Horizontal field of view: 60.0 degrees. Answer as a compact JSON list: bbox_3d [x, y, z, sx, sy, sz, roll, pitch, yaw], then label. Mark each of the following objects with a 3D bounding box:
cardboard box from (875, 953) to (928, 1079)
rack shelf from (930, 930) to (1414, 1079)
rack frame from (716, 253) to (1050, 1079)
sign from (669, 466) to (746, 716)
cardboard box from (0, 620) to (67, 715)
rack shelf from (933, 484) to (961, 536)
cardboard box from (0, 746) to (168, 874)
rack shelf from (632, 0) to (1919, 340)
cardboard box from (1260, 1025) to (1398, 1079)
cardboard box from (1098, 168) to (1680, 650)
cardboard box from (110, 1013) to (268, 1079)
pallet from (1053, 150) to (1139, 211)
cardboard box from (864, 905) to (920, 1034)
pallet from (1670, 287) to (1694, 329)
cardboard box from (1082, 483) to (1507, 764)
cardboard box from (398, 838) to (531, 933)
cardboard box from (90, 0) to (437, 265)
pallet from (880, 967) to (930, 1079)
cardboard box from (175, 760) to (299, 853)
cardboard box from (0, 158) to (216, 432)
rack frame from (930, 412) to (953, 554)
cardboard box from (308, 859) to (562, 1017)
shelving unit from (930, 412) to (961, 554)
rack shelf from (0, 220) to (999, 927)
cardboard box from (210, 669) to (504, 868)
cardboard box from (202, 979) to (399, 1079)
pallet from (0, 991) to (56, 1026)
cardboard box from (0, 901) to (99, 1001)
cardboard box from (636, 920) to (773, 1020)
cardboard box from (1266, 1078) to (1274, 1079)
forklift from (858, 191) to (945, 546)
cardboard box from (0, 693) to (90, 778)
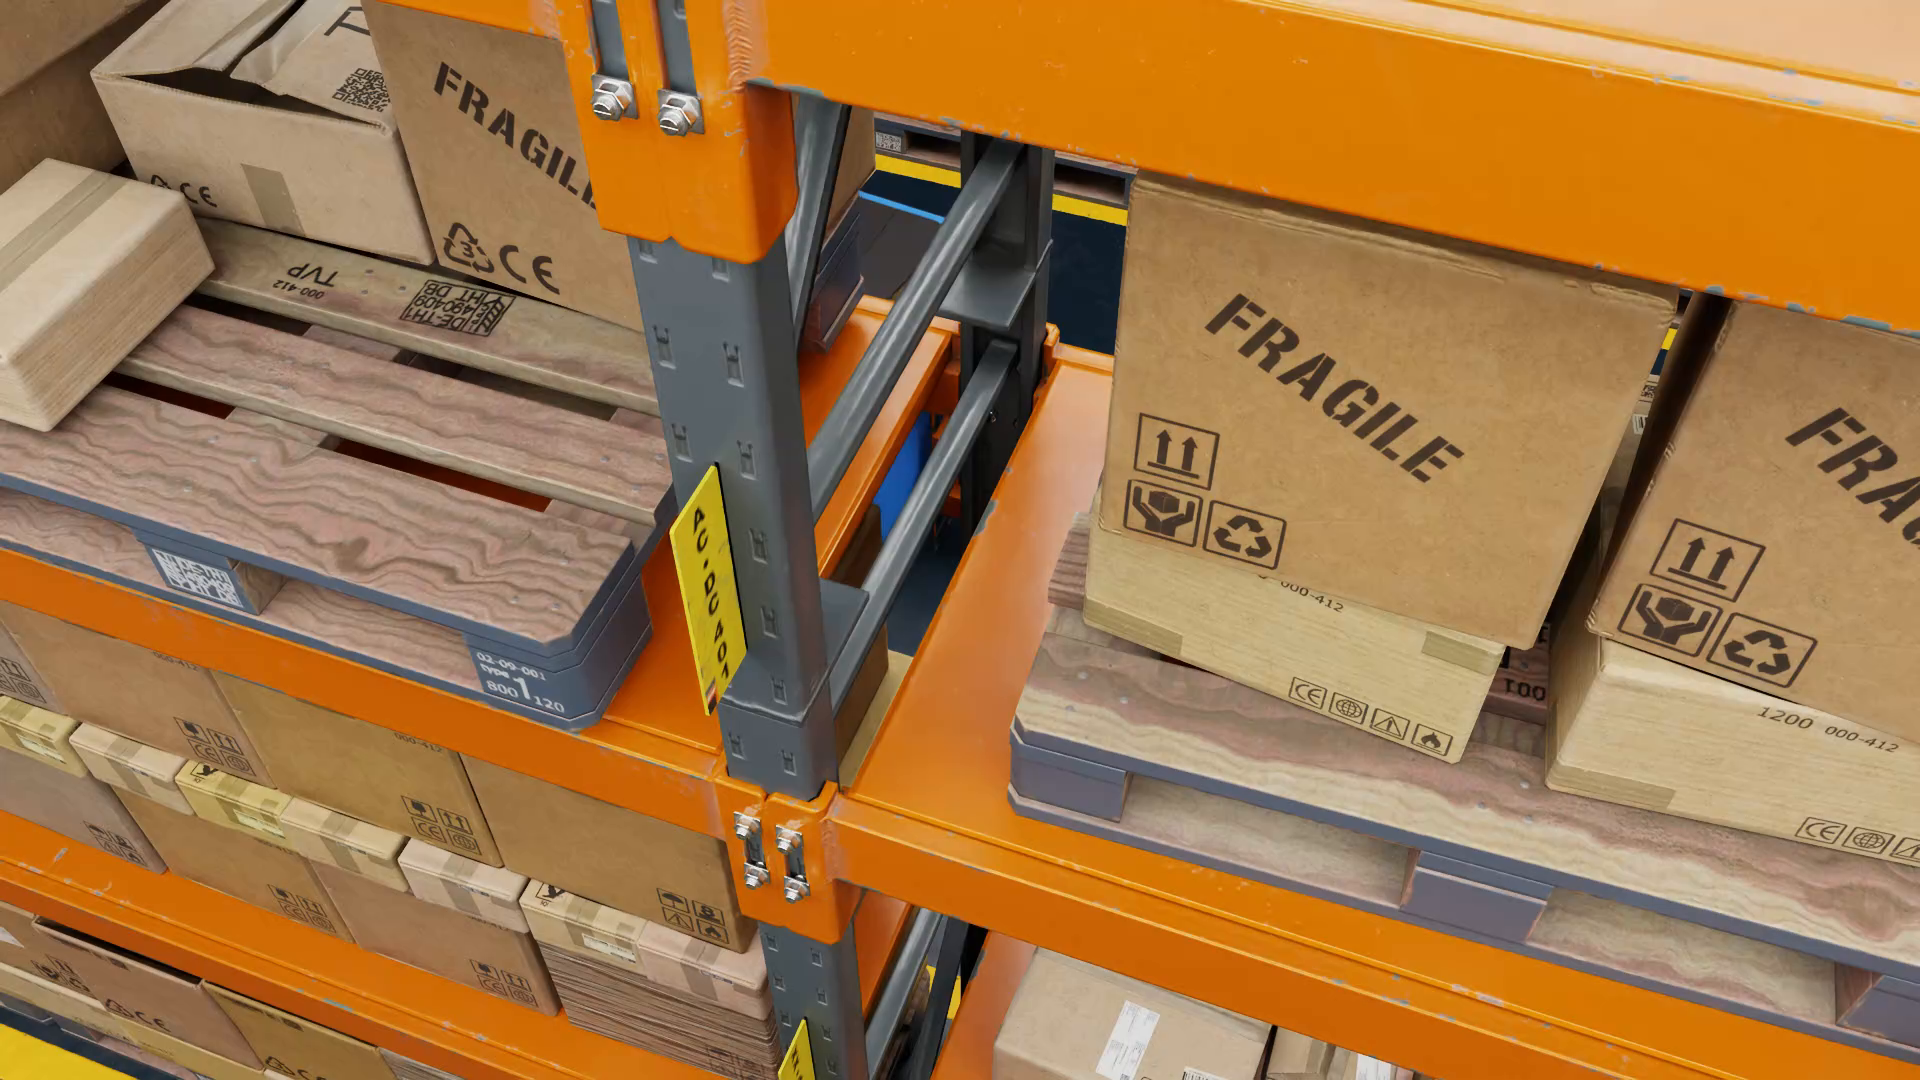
[{"bbox_3d":[-0.413,1.273,4.703,0.500,0.250,0.500,16,51,13],"label":"cardboard box"},{"bbox_3d":[1.793,1.606,3.349,4.000,0.370,1.077,16,51,13],"label":"rack shelf"},{"bbox_3d":[-0.083,0.847,3.531,0.127,3.000,1.000,16,51,13],"label":"rack frame"},{"bbox_3d":[-0.274,0.063,1.831,0.005,0.325,0.100,16,51,13],"label":"sign"},{"bbox_3d":[-1.914,-0.117,3.442,0.500,0.500,0.700,16,51,13],"label":"cardboard box"},{"bbox_3d":[0.050,-0.141,6.059,0.240,0.259,0.215,16,51,13],"label":"rack shelf"},{"bbox_3d":[-1.949,0.301,3.938,0.500,0.500,0.700,17,51,14],"label":"cardboard box"},{"bbox_3d":[1.793,-0.228,1.233,4.000,0.370,1.077,16,51,13],"label":"rack shelf"},{"bbox_3d":[0.805,0.991,3.495,0.258,0.266,0.396,14,51,12],"label":"cardboard box"},{"bbox_3d":[0.482,-0.280,1.848,0.500,0.500,0.500,16,51,14],"label":"cardboard box"},{"bbox_3d":[-2.003,1.254,4.720,0.500,0.250,0.500,16,51,13],"label":"cardboard box"},{"bbox_3d":[0.988,-1.903,7.760,1.213,0.211,1.003,16,51,13],"label":"pallet"},{"bbox_3d":[-0.410,1.021,4.426,0.500,0.500,0.500,16,51,13],"label":"cardboard box"},{"bbox_3d":[3.509,-1.231,7.178,1.213,0.211,1.003,16,51,13],"label":"pallet"},{"bbox_3d":[0.491,-0.056,2.150,0.500,0.250,0.500,20,52,17],"label":"cardboard box"},{"bbox_3d":[-0.890,0.549,3.294,0.250,0.149,0.380,14,51,12],"label":"cardboard box"},{"bbox_3d":[-0.971,-0.750,2.619,0.500,0.311,0.500,13,50,11],"label":"cardboard box"},{"bbox_3d":[-0.815,1.522,4.791,1.213,0.211,1.003,16,51,13],"label":"pallet"},{"bbox_3d":[-1.366,0.414,3.410,0.250,0.149,0.380,15,51,13],"label":"cardboard box"},{"bbox_3d":[-1.309,-0.359,2.387,0.250,0.149,0.380,16,51,13],"label":"cardboard box"},{"bbox_3d":[-0.064,-0.362,5.869,0.008,1.050,0.200,16,51,13],"label":"rack frame"},{"bbox_3d":[-0.999,0.569,3.706,0.500,0.500,0.700,15,51,13],"label":"cardboard box"},{"bbox_3d":[0.050,-0.330,5.841,0.252,1.050,0.215,16,51,13],"label":"shelving unit"},{"bbox_3d":[-1.959,-0.424,3.123,4.000,0.370,1.077,16,51,13],"label":"rack shelf"},{"bbox_3d":[-0.976,0.146,3.214,0.500,0.500,0.700,15,51,13],"label":"cardboard box"},{"bbox_3d":[-1.529,1.130,4.331,0.500,0.500,0.500,16,51,13],"label":"cardboard box"},{"bbox_3d":[-3.104,0.883,5.345,1.213,0.211,1.003,16,51,13],"label":"pallet"},{"bbox_3d":[-2.466,0.866,4.560,0.500,0.500,0.500,16,51,13],"label":"cardboard box"},{"bbox_3d":[-0.413,0.682,3.178,0.250,0.149,0.380,16,51,13],"label":"cardboard box"},{"bbox_3d":[0.677,1.306,3.299,0.250,0.149,0.380,16,51,13],"label":"cardboard box"},{"bbox_3d":[-1.441,-1.498,5.609,3.031,2.935,1.130,20,52,17],"label":"forklift"},{"bbox_3d":[-1.853,0.281,3.526,0.250,0.149,0.380,17,51,14],"label":"cardboard box"}]
